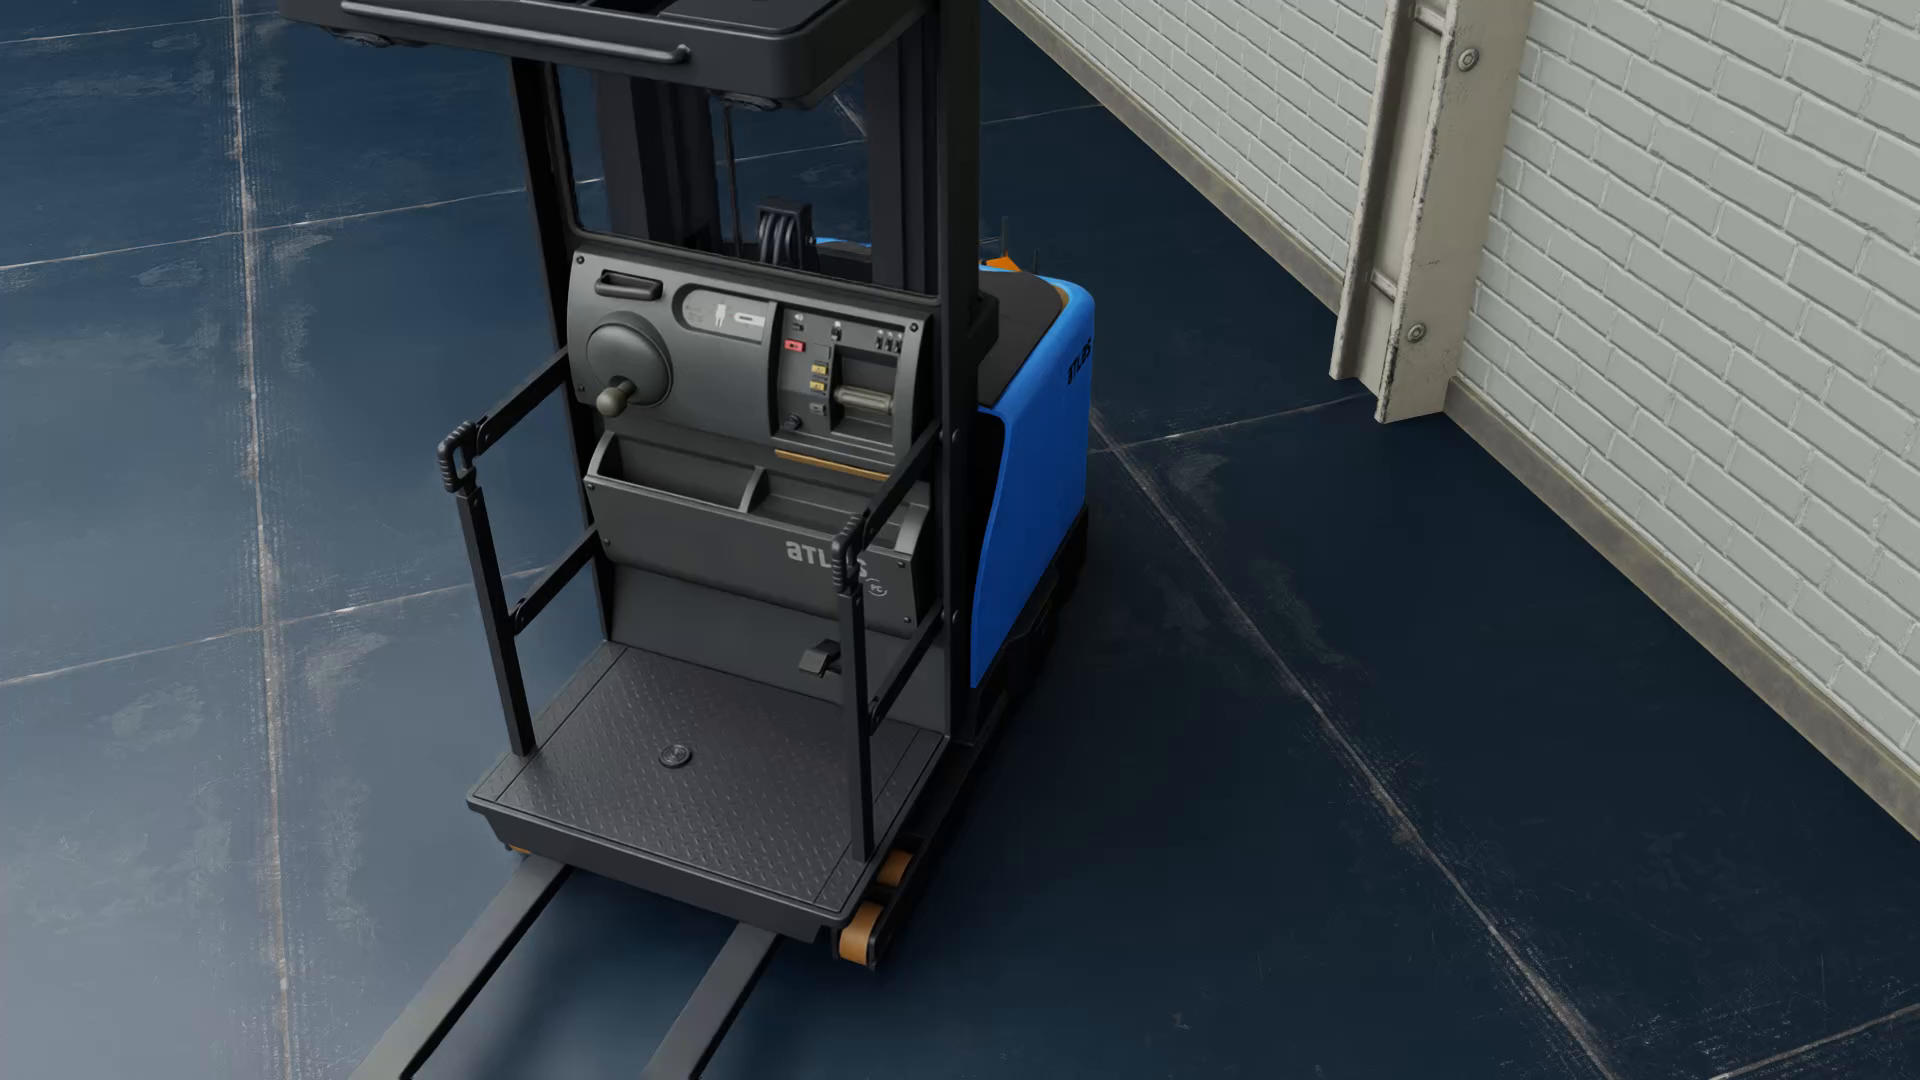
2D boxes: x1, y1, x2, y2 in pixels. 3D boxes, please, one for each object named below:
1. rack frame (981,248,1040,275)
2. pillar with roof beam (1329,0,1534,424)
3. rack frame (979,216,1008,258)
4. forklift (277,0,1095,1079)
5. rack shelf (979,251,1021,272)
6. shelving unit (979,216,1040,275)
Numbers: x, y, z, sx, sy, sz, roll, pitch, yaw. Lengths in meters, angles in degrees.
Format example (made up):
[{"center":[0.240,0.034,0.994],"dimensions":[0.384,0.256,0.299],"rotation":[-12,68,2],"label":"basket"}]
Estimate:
[{"center":[0.157,-0.472,5.505],"dimensions":[0.200,1.050,0.008],"rotation":[-14,39,-18],"label":"rack frame"},{"center":[-2.360,-3.289,2.637],"dimensions":[9.100,9.000,0.400],"rotation":[-12,39,-16],"label":"pillar with roof beam"},{"center":[0.062,-0.608,5.684],"dimensions":[0.200,1.050,0.008],"rotation":[-14,39,-18],"label":"rack frame"},{"center":[-0.600,-0.365,3.799],"dimensions":[1.130,2.935,3.031],"rotation":[14,39,17],"label":"forklift"},{"center":[0.110,-0.758,5.430],"dimensions":[0.215,0.259,0.240],"rotation":[-14,39,-18],"label":"rack shelf"},{"center":[0.110,-0.540,5.594],"dimensions":[0.215,1.050,0.252],"rotation":[-14,39,-18],"label":"shelving unit"}]
